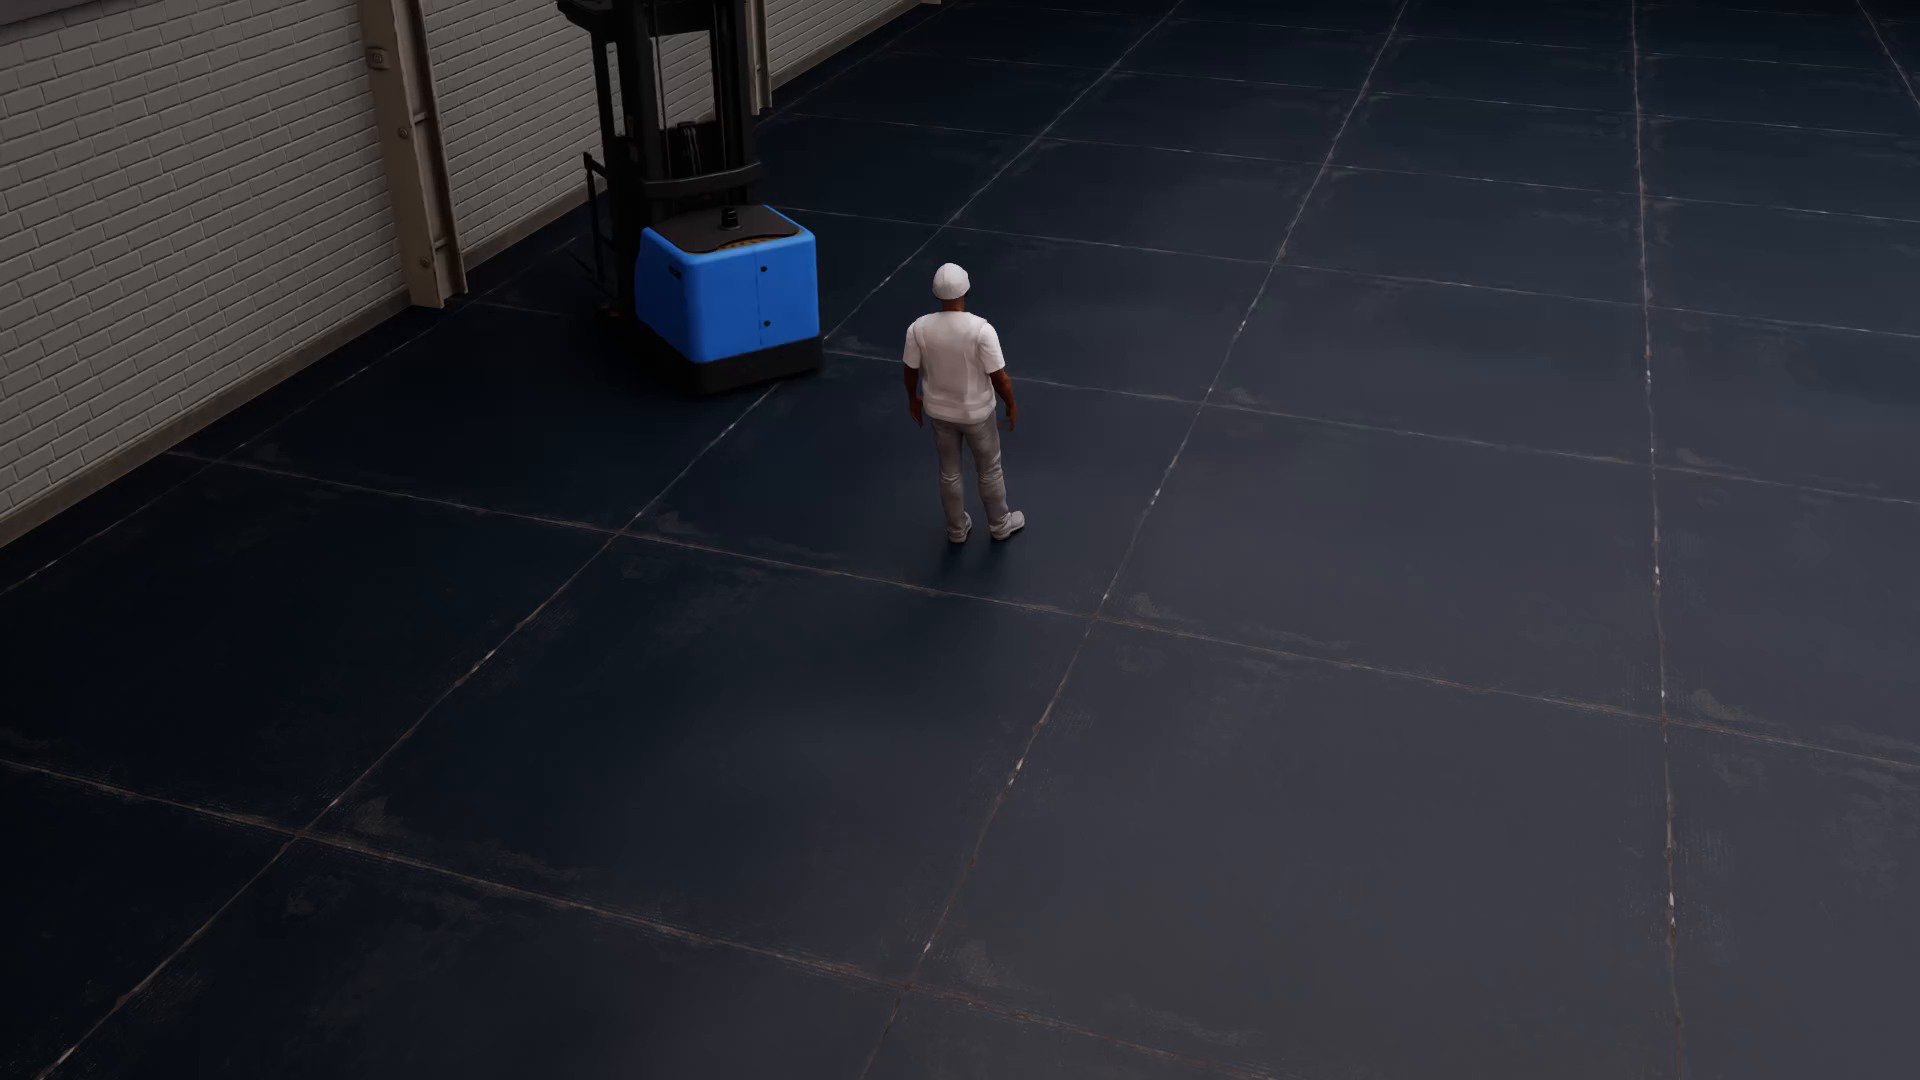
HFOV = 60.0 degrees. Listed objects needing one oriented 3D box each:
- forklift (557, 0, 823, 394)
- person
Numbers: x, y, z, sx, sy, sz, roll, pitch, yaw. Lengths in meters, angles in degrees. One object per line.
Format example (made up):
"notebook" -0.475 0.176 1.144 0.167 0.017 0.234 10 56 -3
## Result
"forklift" -2.218 -2.992 12.386 1.130 2.935 3.031 -17 34 -28
"person" 0.028 -0.805 9.711 0.665 1.768 0.575 10 31 16
